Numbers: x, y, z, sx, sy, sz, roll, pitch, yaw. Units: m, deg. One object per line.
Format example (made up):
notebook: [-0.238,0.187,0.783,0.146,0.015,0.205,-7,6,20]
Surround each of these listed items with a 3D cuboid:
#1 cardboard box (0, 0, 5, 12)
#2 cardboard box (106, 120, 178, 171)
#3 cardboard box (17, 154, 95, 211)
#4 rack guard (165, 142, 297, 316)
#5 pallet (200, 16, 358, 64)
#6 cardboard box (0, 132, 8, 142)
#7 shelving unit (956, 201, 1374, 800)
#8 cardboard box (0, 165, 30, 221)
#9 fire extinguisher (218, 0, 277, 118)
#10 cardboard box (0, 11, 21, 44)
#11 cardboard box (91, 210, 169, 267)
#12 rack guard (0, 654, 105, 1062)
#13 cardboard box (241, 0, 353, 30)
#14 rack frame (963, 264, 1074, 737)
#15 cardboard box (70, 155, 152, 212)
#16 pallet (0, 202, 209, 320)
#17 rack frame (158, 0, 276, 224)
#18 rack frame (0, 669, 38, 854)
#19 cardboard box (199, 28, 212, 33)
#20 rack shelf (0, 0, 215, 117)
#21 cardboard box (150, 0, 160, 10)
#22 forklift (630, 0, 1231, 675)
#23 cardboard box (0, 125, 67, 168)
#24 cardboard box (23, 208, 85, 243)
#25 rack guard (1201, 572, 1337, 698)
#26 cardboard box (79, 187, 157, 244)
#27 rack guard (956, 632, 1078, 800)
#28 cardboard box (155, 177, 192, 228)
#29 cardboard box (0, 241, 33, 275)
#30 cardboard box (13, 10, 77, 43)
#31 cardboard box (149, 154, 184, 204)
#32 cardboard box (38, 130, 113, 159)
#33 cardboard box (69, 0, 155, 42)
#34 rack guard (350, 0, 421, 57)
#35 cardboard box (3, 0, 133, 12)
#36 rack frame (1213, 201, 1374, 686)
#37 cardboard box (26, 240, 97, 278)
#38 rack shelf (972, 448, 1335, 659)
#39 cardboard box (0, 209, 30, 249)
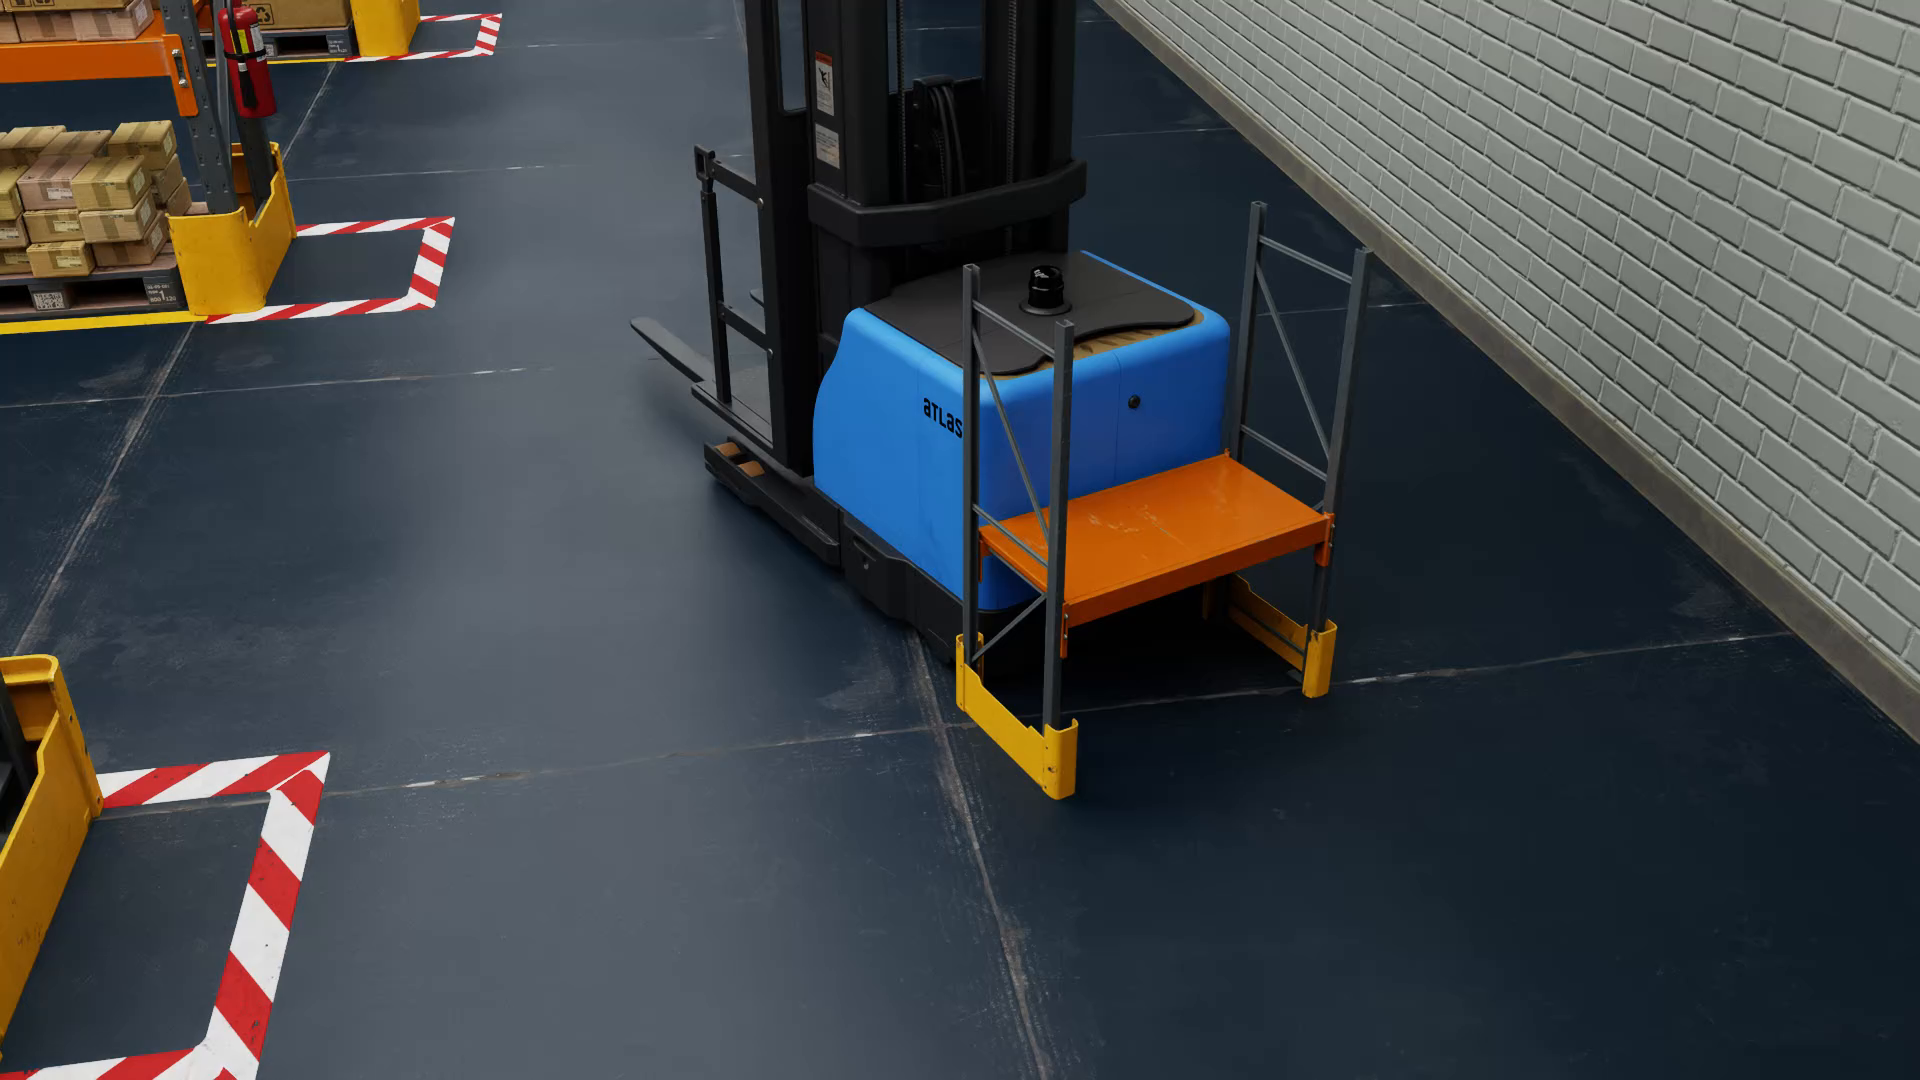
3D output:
cardboard box: [-4.526,-2.650,7.405,0.500,0.500,0.500,-6,31,-10]
cardboard box: [-4.200,-2.023,8.542,0.250,0.149,0.380,-7,31,-11]
cardboard box: [-4.356,-1.732,8.048,0.250,0.149,0.380,-5,31,-8]
rack guard: [-3.698,-1.608,8.492,0.348,0.500,1.175,-5,31,-9]
pallet: [-5.189,-3.861,12.607,1.213,0.211,1.003,-5,31,-9]
cardboard box: [-4.949,-1.914,8.358,0.250,0.149,0.380,-7,31,-11]
shelving unit: [0.593,-0.139,5.007,1.083,1.500,0.587,-17,34,-26]
cardboard box: [-4.587,-1.645,7.900,0.250,0.149,0.380,-6,31,-10]
fire extinguisher: [-3.292,-2.291,7.632,0.183,0.674,0.296,-5,31,-9]
cardboard box: [-4.388,-2.379,7.585,0.250,0.149,0.380,-6,31,-9]
cardboard box: [-4.103,-1.493,8.227,0.250,0.149,0.380,-5,31,-8]
rack guard: [-2.608,0.842,4.326,0.348,0.500,1.175,-5,31,-9]
cardboard box: [-5.032,-4.342,12.356,0.875,0.875,0.875,-5,31,-9]
rack frame: [0.150,-0.004,4.778,0.032,1.500,0.500,-17,34,-26]
cardboard box: [-4.098,-1.726,8.038,0.250,0.149,0.380,-5,31,-8]
pallet: [-4.503,-1.427,8.469,1.213,0.211,1.003,-5,31,-9]
rack frame: [-3.623,-2.693,7.870,0.127,3.000,1.000,-5,31,-9]
rack frame: [-2.632,-0.234,3.688,0.127,3.000,1.000,-5,31,-9]
cardboard box: [-5.927,-4.258,12.215,0.875,0.875,0.875,-5,31,-9]
rack shelf: [-5.590,-2.200,7.742,4.000,0.370,1.077,-5,31,-9]
cardboard box: [-4.001,-2.718,8.161,0.250,0.149,0.380,-6,31,-9]
forklift: [-0.357,-1.527,5.955,1.130,2.935,3.031,-19,36,-29]
cardboard box: [-4.720,-1.978,8.467,0.250,0.149,0.380,-5,31,-9]
cardboard box: [-4.358,-1.585,8.092,0.250,0.149,0.380,-6,31,-10]
rack guard: [1.021,0.270,5.544,0.087,0.250,0.587,-17,34,-26]
cardboard box: [-4.091,-1.582,8.087,0.250,0.149,0.380,-6,31,-10]
rack guard: [0.166,0.529,5.103,0.087,0.250,0.587,-17,34,-26]
cardboard box: [-4.196,-1.756,8.676,0.250,0.149,0.380,-5,31,-8]
cardboard box: [-4.613,-1.437,8.134,0.250,0.149,0.380,-5,31,-9]
cardboard box: [-4.144,-2.410,7.636,0.250,0.149,0.380,-5,31,-9]
cardboard box: [-4.185,-1.853,8.547,0.250,0.149,0.380,-4,31,-7]
cardboard box: [-4.449,-1.937,8.397,0.250,0.149,0.380,-5,31,-8]
cardboard box: [-3.893,-2.414,7.643,0.250,0.149,0.380,-5,31,-9]
rack guard: [-4.393,-4.099,12.728,0.348,0.500,1.175,-5,31,-9]
cardboard box: [-4.019,-2.695,7.481,0.500,0.500,0.500,-5,31,-8]
rack frame: [1.022,-0.269,5.228,0.032,1.500,0.500,-17,34,-26]
cardboard box: [-4.338,-1.419,8.102,0.250,0.149,0.380,-4,31,-7]
rack shelf: [0.586,0.018,5.094,1.000,0.185,0.538,-17,34,-26]
cardboard box: [-4.602,-1.534,8.004,0.250,0.149,0.380,-7,31,-11]
